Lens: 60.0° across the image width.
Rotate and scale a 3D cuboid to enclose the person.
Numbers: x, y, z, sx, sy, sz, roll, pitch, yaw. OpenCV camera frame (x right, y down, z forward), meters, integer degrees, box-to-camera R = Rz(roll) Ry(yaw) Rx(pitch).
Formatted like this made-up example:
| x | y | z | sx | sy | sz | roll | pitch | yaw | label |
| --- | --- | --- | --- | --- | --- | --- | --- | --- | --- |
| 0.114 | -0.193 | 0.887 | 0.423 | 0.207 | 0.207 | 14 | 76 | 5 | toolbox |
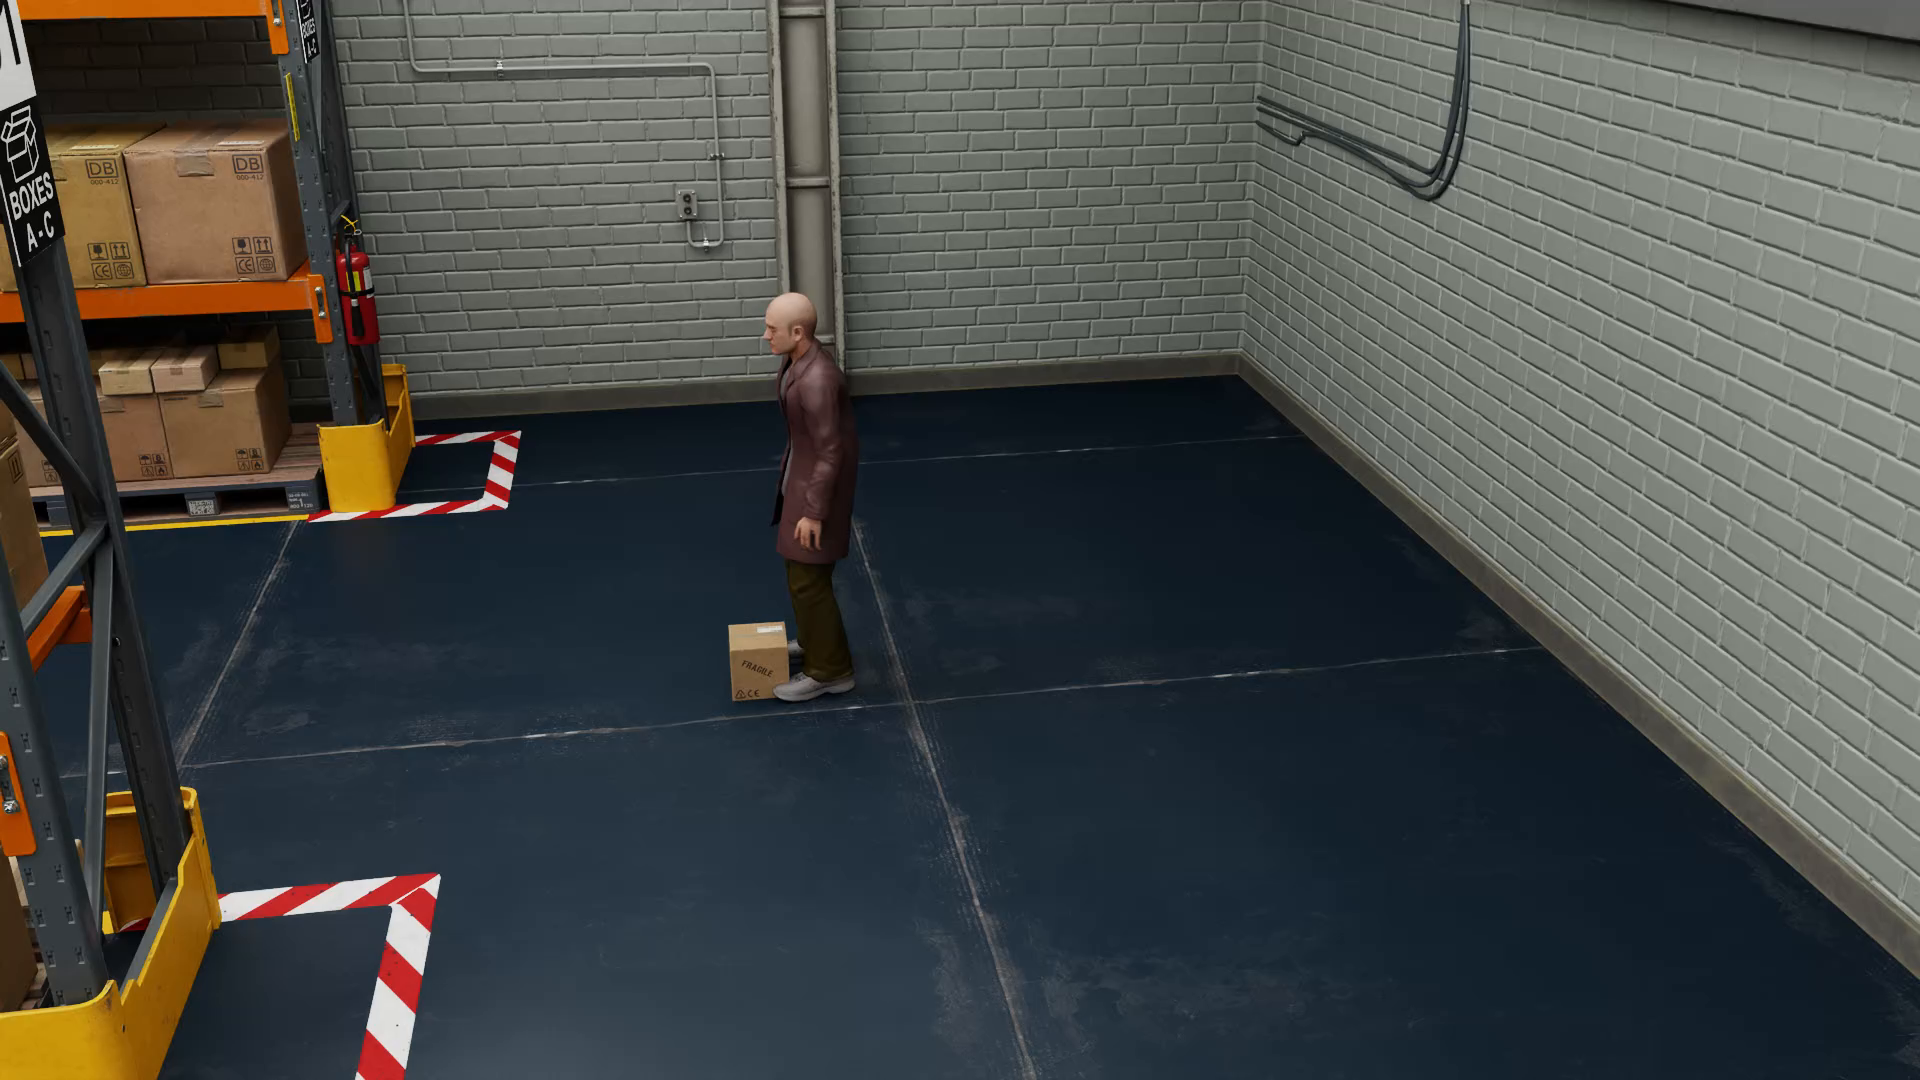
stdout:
| x | y | z | sx | sy | sz | roll | pitch | yaw | label |
| --- | --- | --- | --- | --- | --- | --- | --- | --- | --- |
| -0.640 | -0.185 | 7.051 | 0.420 | 1.774 | 0.654 | -5 | 24 | -12 | person |
